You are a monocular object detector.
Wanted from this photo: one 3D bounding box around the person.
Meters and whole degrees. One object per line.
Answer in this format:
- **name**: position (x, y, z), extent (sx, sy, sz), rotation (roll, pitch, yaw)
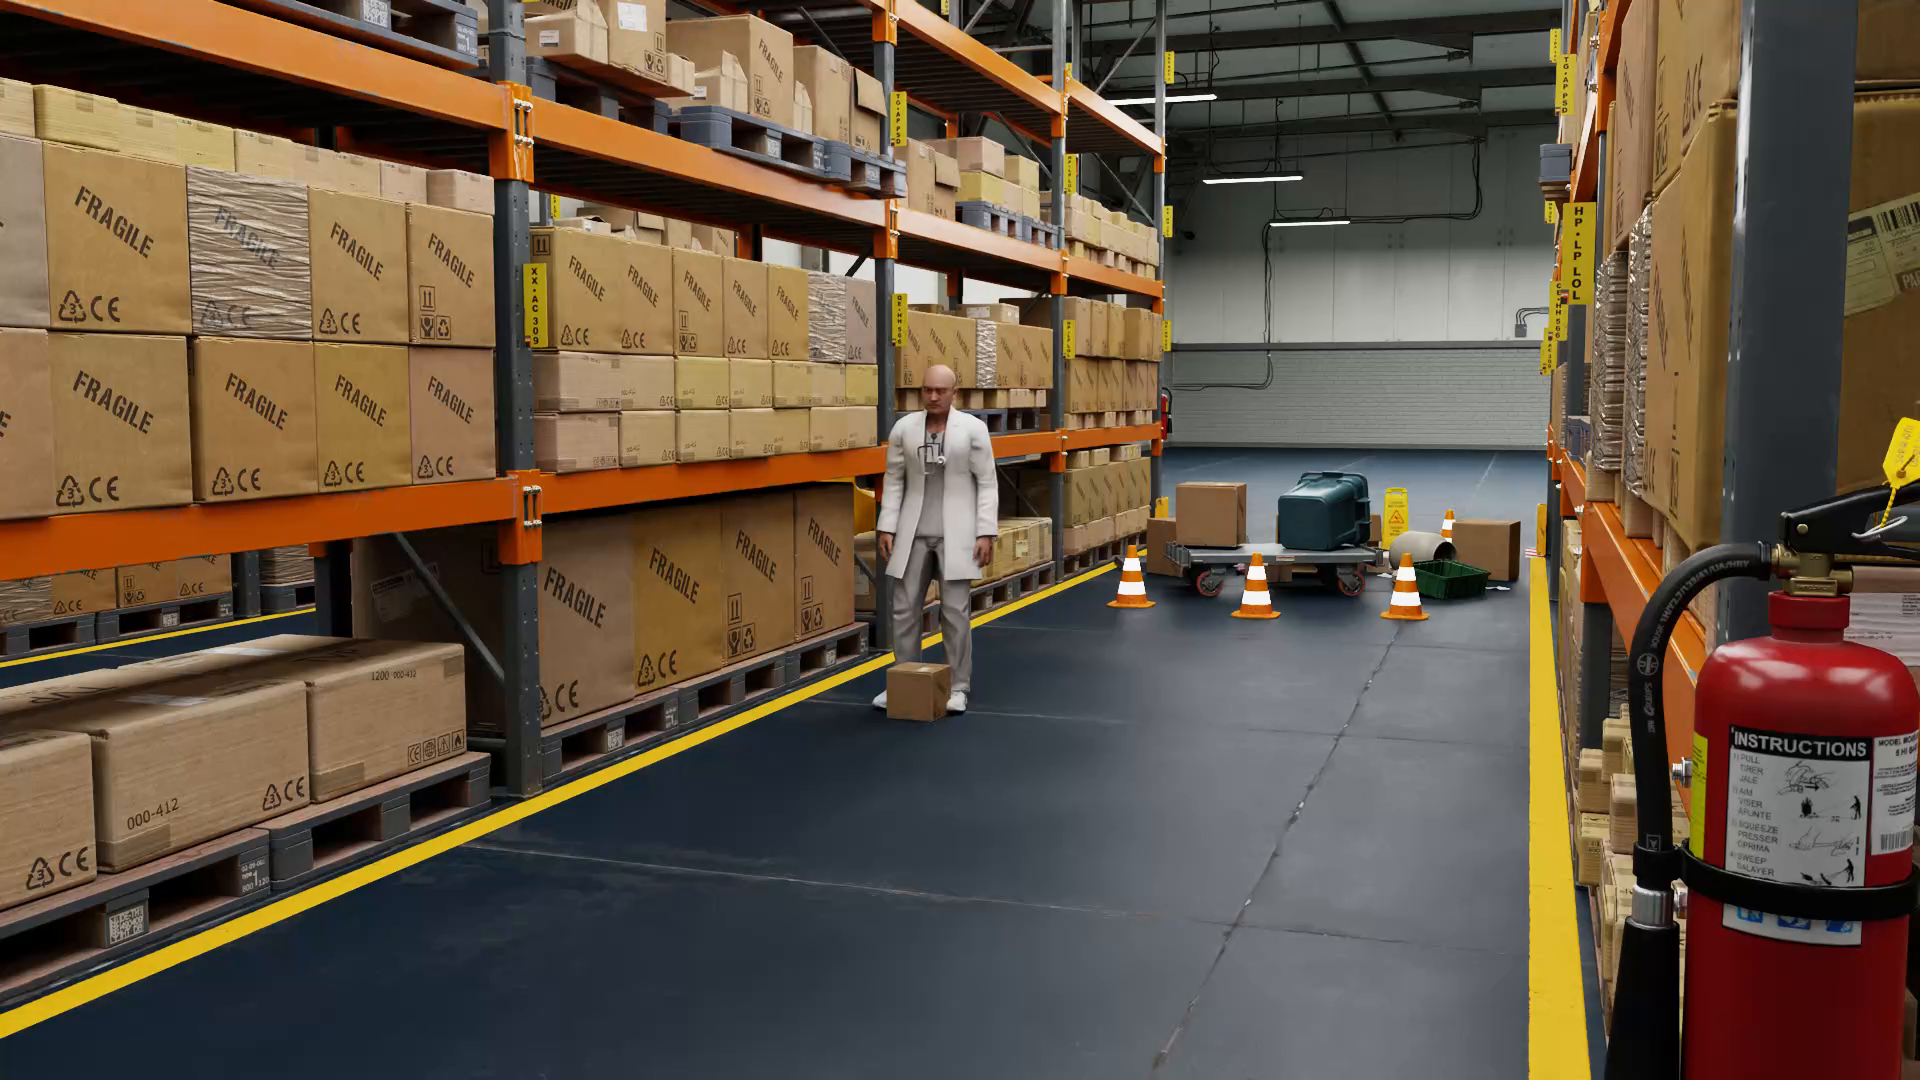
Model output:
- **person**: position (-0.119, -0.013, 8.581), extent (0.649, 1.772, 0.429), rotation (1, 5, 15)
